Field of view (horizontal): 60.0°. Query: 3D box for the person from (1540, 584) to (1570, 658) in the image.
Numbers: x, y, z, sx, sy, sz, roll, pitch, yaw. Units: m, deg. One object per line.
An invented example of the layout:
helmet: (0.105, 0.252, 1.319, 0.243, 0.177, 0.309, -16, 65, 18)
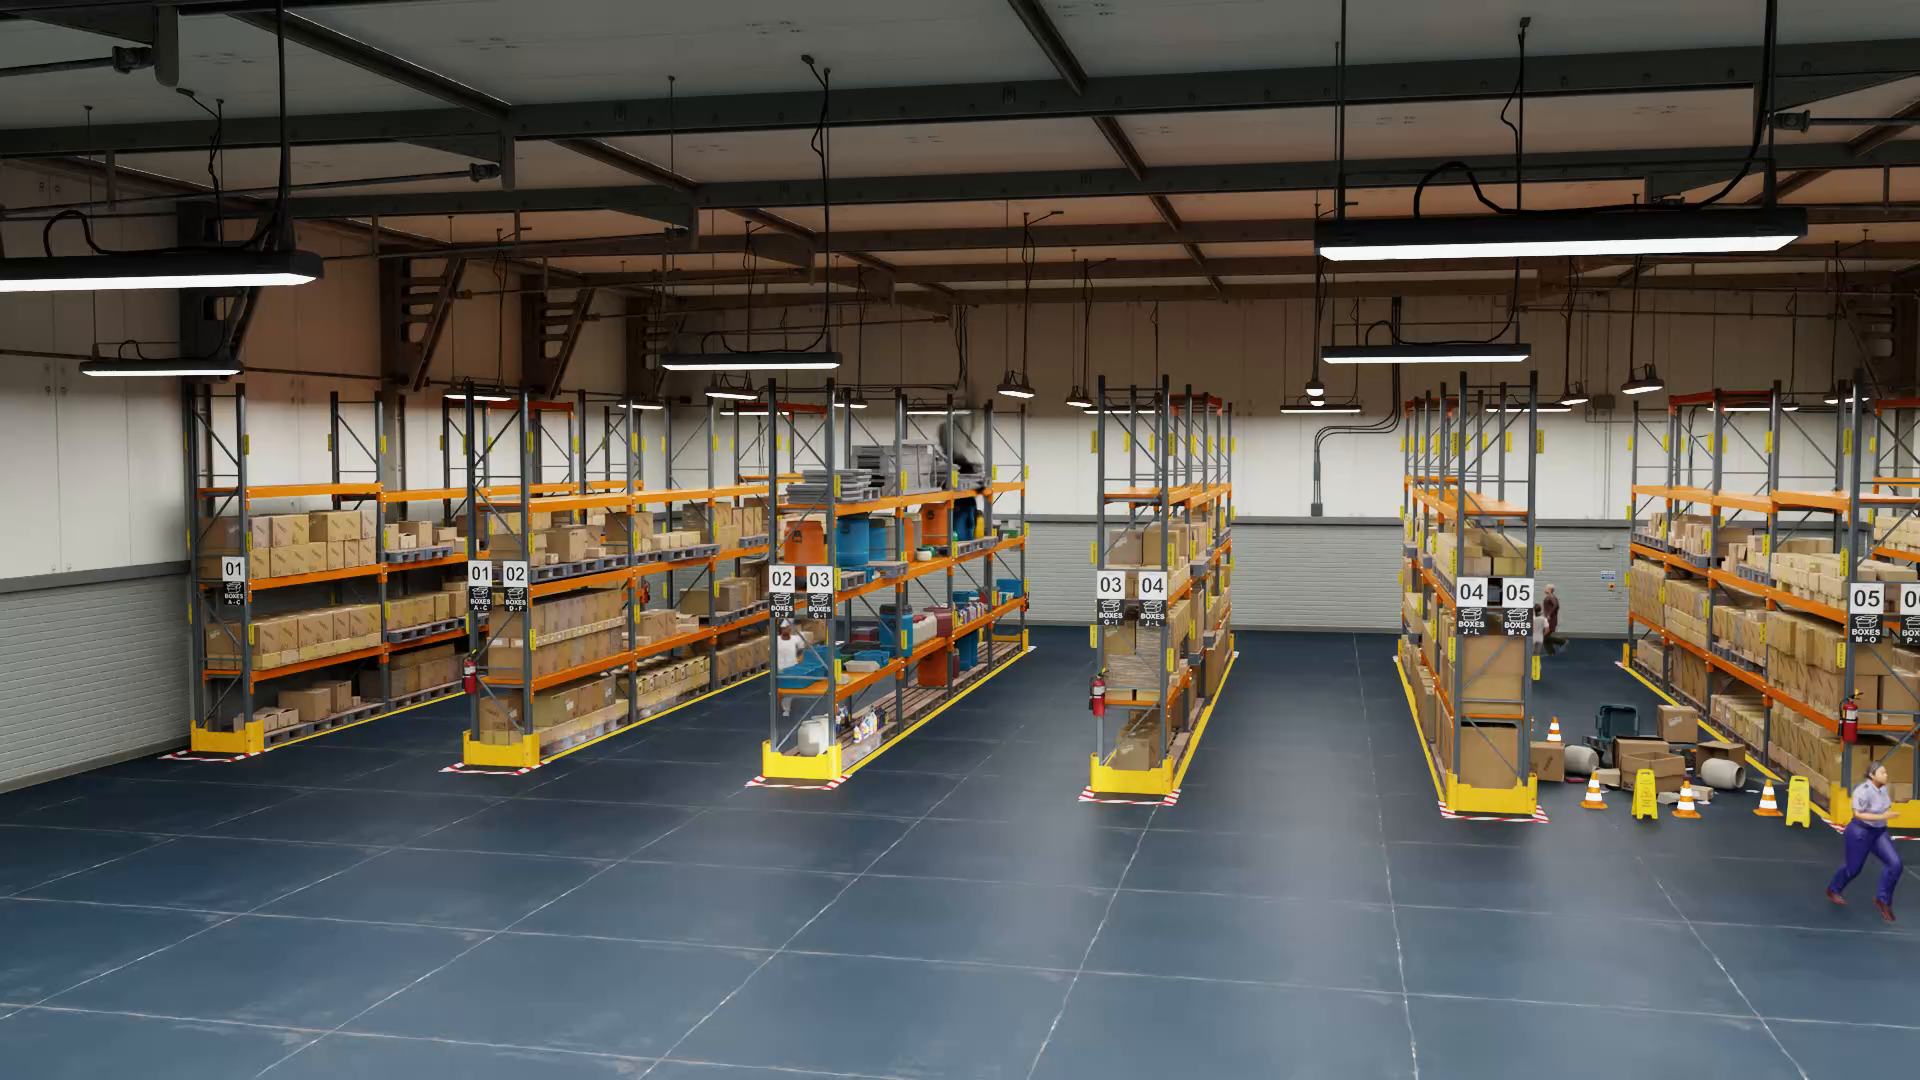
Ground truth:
person: (13.923, 1.914, 38.994, 0.719, 1.763, 0.725, 1, 3, 18)

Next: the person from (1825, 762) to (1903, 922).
person: (9.636, 3.185, 17.726, 0.626, 1.673, 0.828, -2, 4, -27)

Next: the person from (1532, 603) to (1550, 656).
person: (12.276, 2.161, 35.449, 0.548, 1.624, 0.558, 0, 3, 4)

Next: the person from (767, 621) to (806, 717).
person: (-3.217, 2.369, 30.788, 0.707, 1.745, 0.829, 0, 3, -3)
